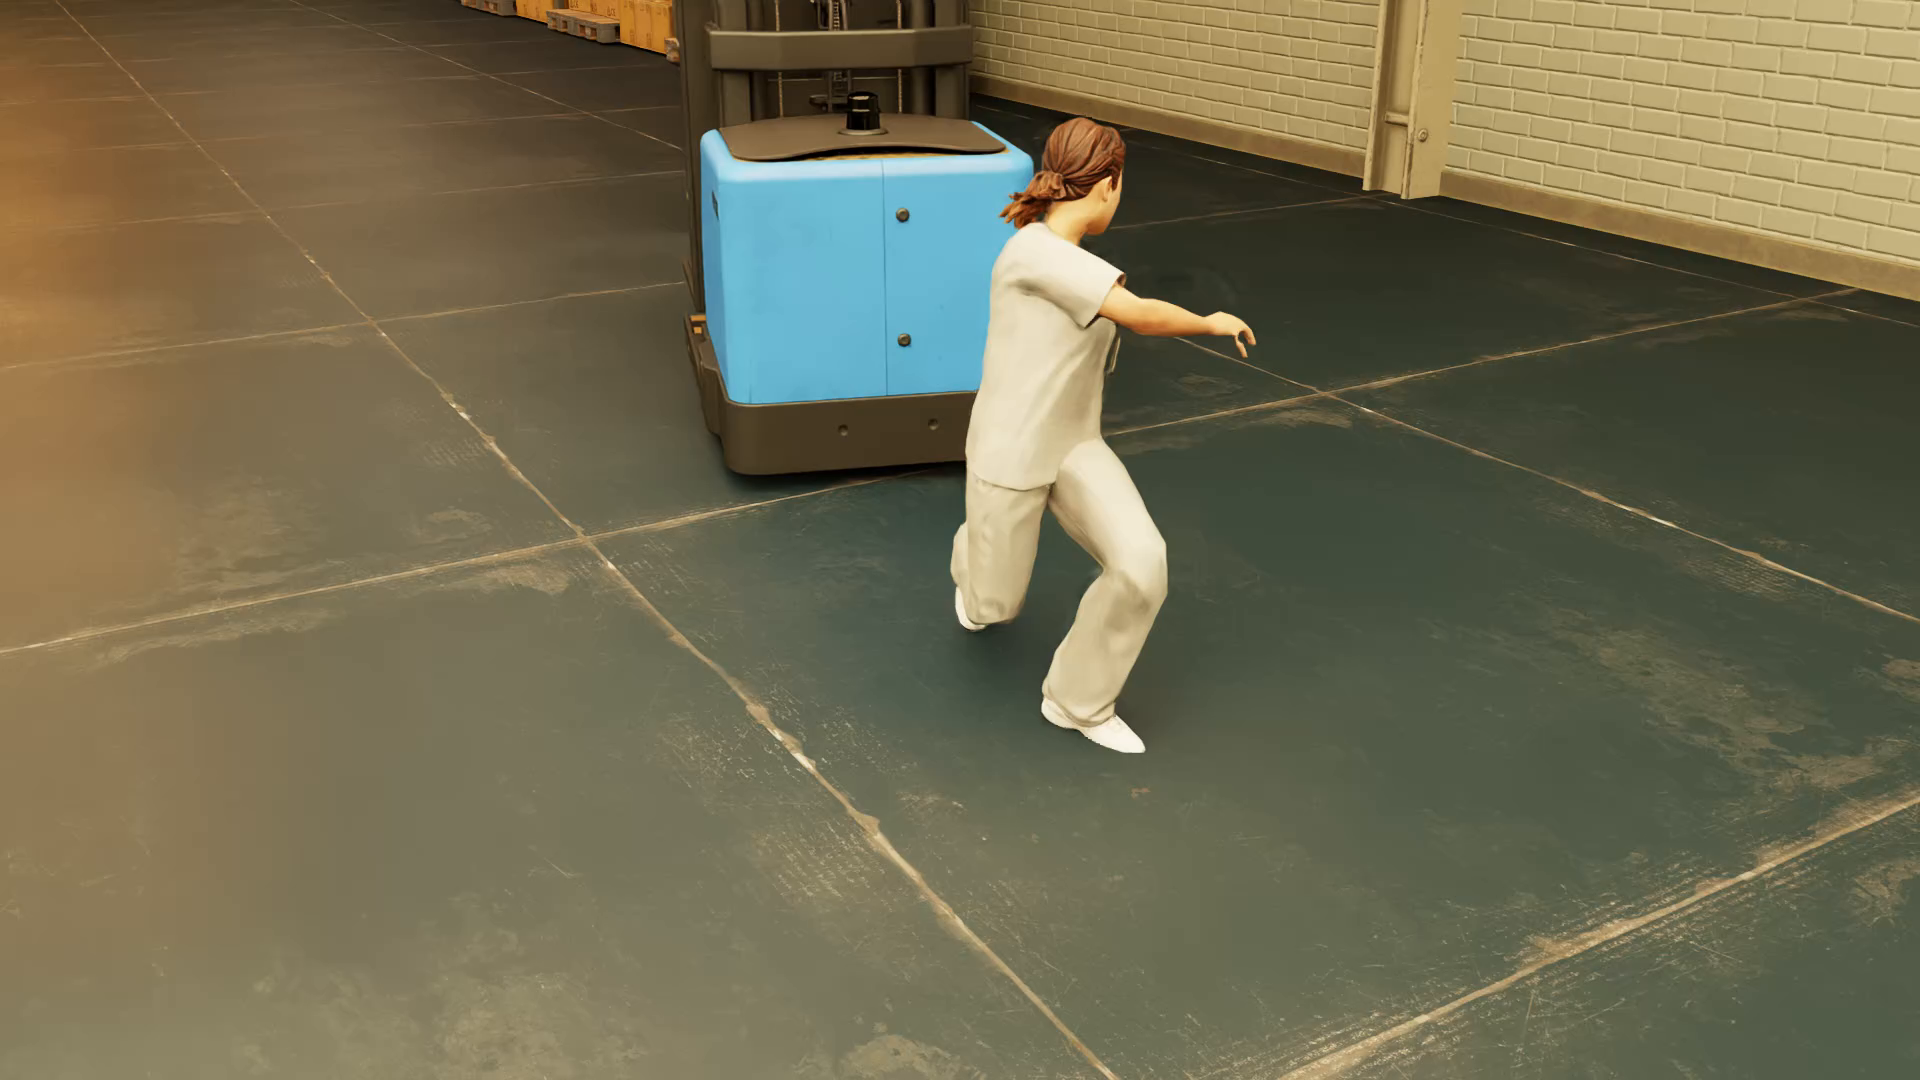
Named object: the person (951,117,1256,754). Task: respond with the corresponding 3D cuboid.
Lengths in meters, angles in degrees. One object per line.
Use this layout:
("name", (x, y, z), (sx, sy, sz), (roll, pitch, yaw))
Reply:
("person", (0.257, -0.287, 4.038), (0.627, 1.443, 0.929), (-16, 27, -34))

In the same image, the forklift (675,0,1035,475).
("forklift", (-0.559, -2.097, 6.385), (1.130, 2.935, 3.031), (-5, 23, -11))
